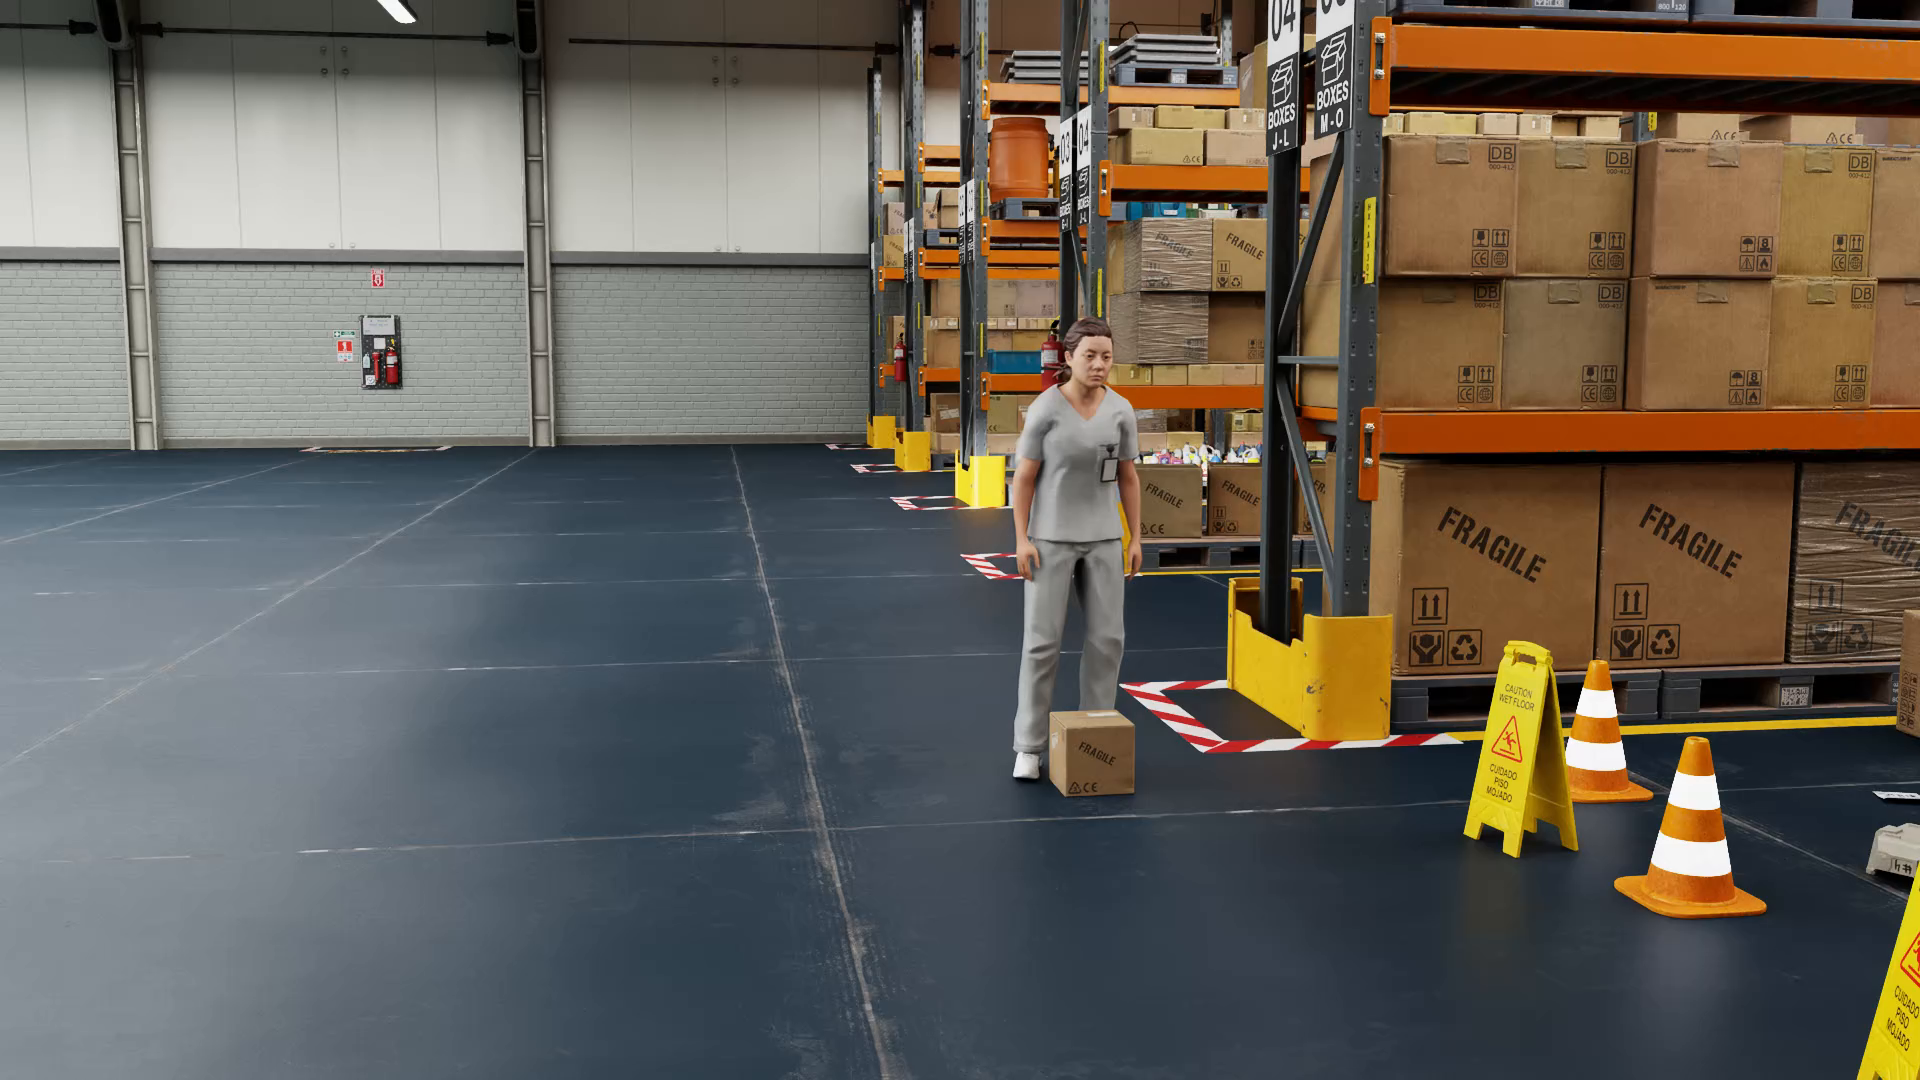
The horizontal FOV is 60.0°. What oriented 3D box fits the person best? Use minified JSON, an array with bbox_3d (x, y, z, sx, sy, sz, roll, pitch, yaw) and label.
[{"bbox_3d":[0.426,0.024,6.098,0.514,1.671,0.357,-1,7,-12],"label":"person"}]
